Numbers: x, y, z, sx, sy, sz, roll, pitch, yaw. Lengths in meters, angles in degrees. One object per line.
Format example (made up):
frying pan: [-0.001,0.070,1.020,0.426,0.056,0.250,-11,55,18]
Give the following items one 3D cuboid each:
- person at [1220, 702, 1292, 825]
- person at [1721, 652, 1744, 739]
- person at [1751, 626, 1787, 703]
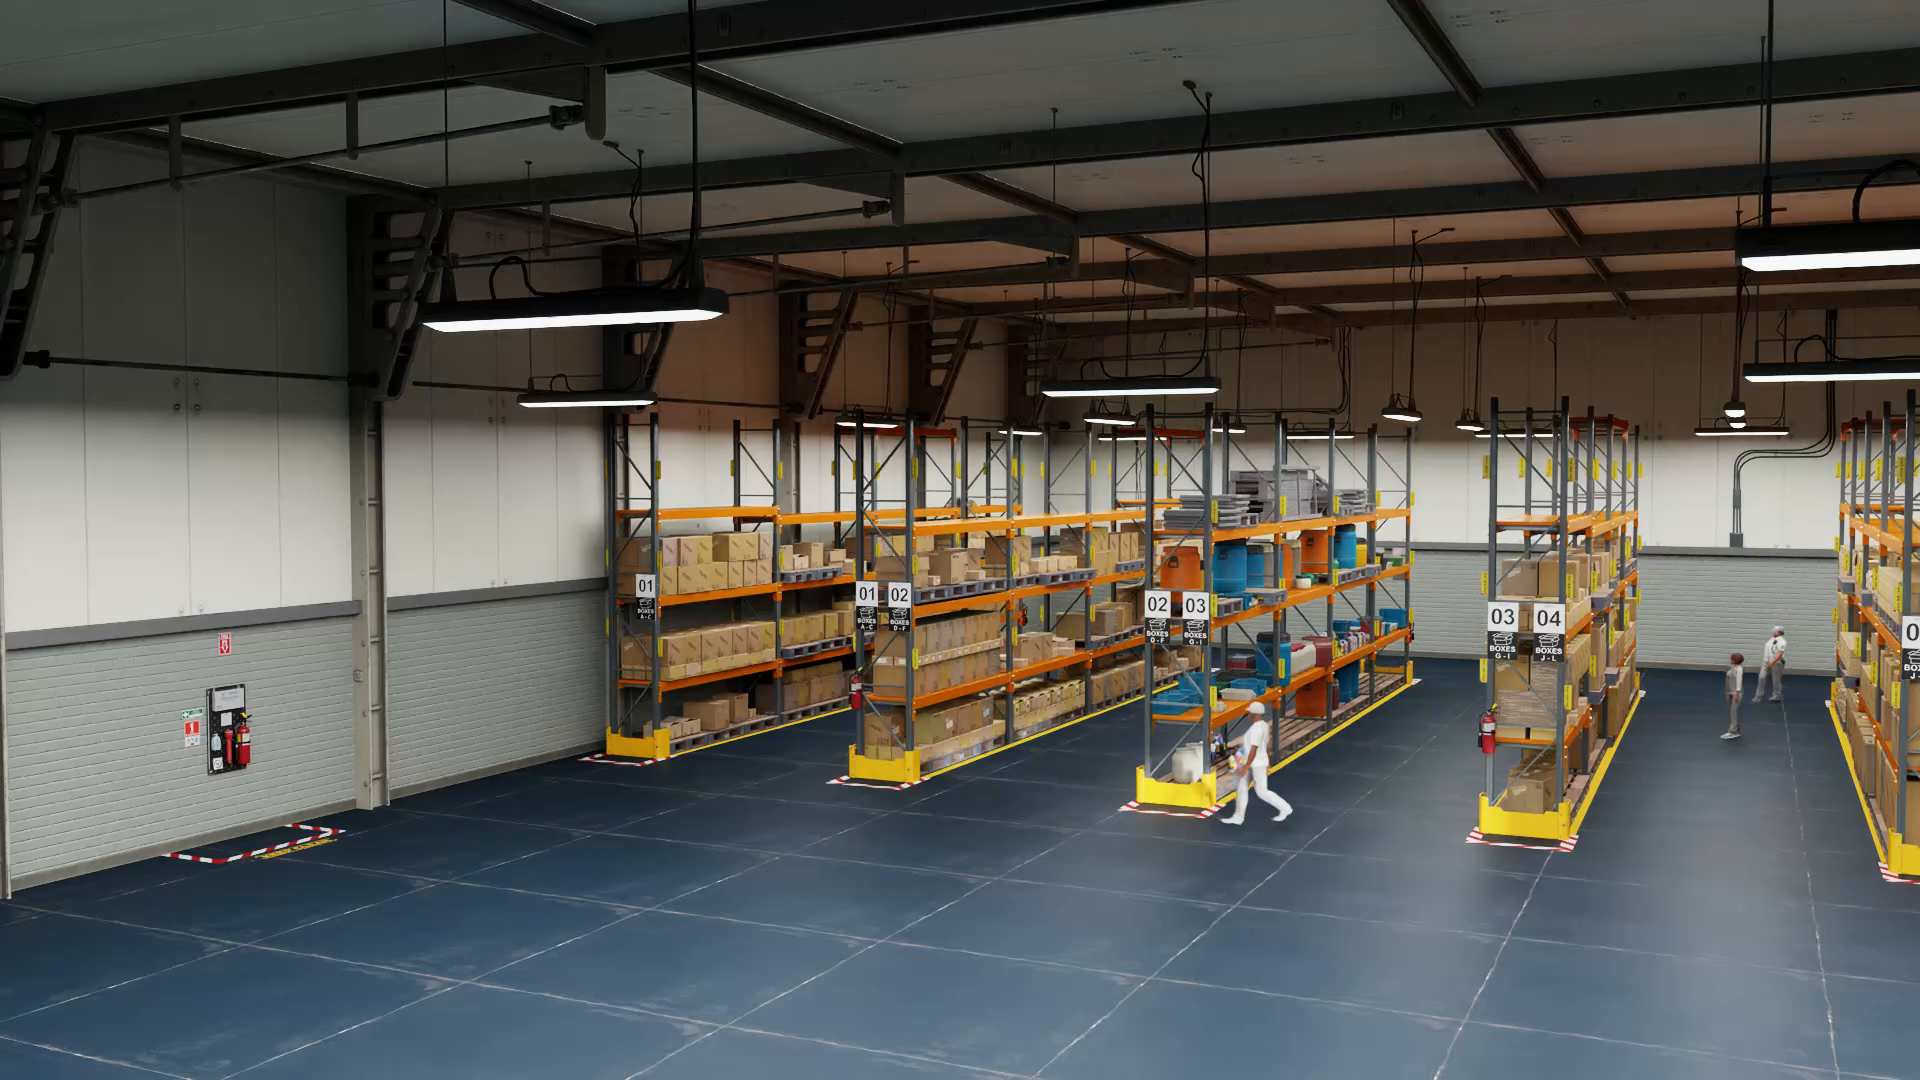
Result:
person: [4.181,3.147,23.360,0.968,1.745,0.499,0,2,-10]
person: [14.408,2.900,31.067,0.541,1.597,0.424,0,2,-10]
person: [17.483,2.673,35.809,0.719,1.662,0.573,-2,3,-38]
